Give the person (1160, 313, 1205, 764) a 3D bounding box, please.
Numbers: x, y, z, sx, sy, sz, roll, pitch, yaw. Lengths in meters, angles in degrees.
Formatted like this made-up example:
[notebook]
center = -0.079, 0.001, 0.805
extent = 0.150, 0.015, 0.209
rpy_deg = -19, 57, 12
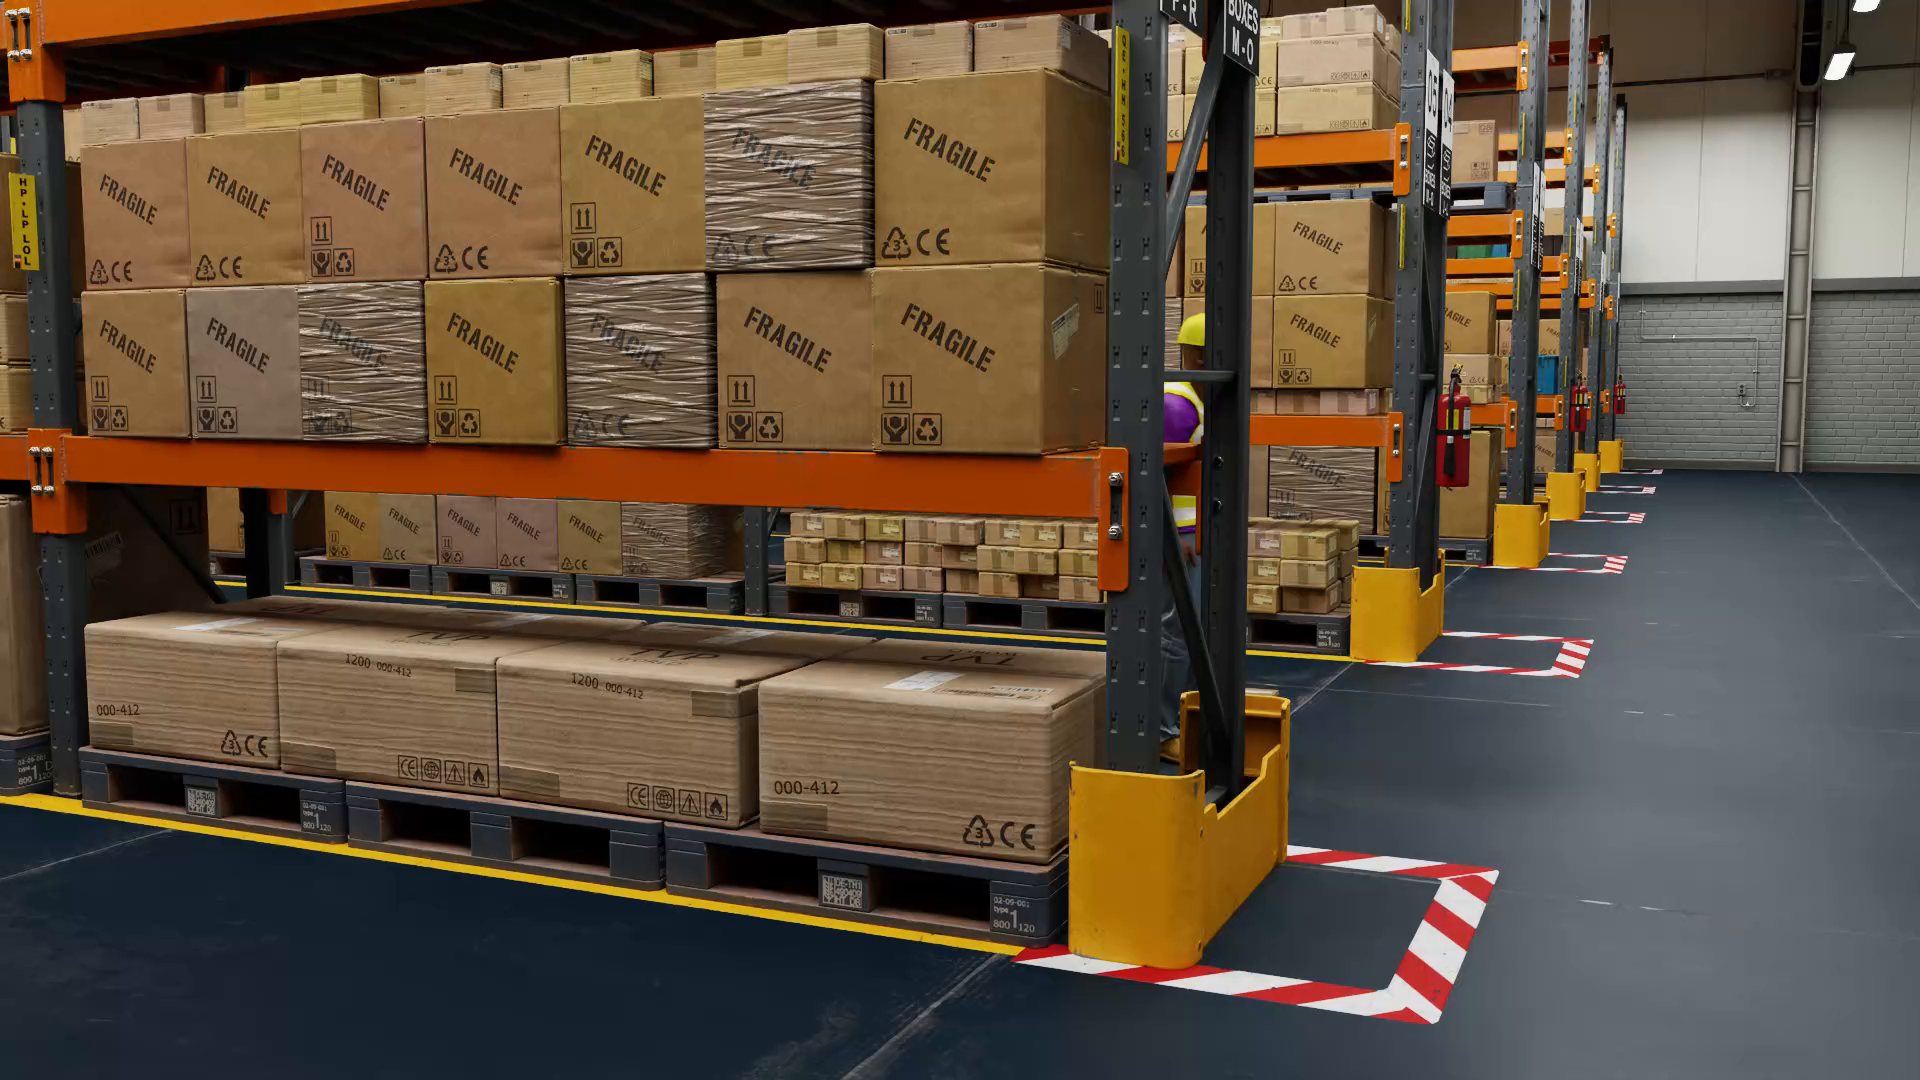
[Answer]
[person]
center = 0.915, -0.021, 6.657
extent = 0.458, 1.761, 0.626
rpy_deg = 2, 6, 24
